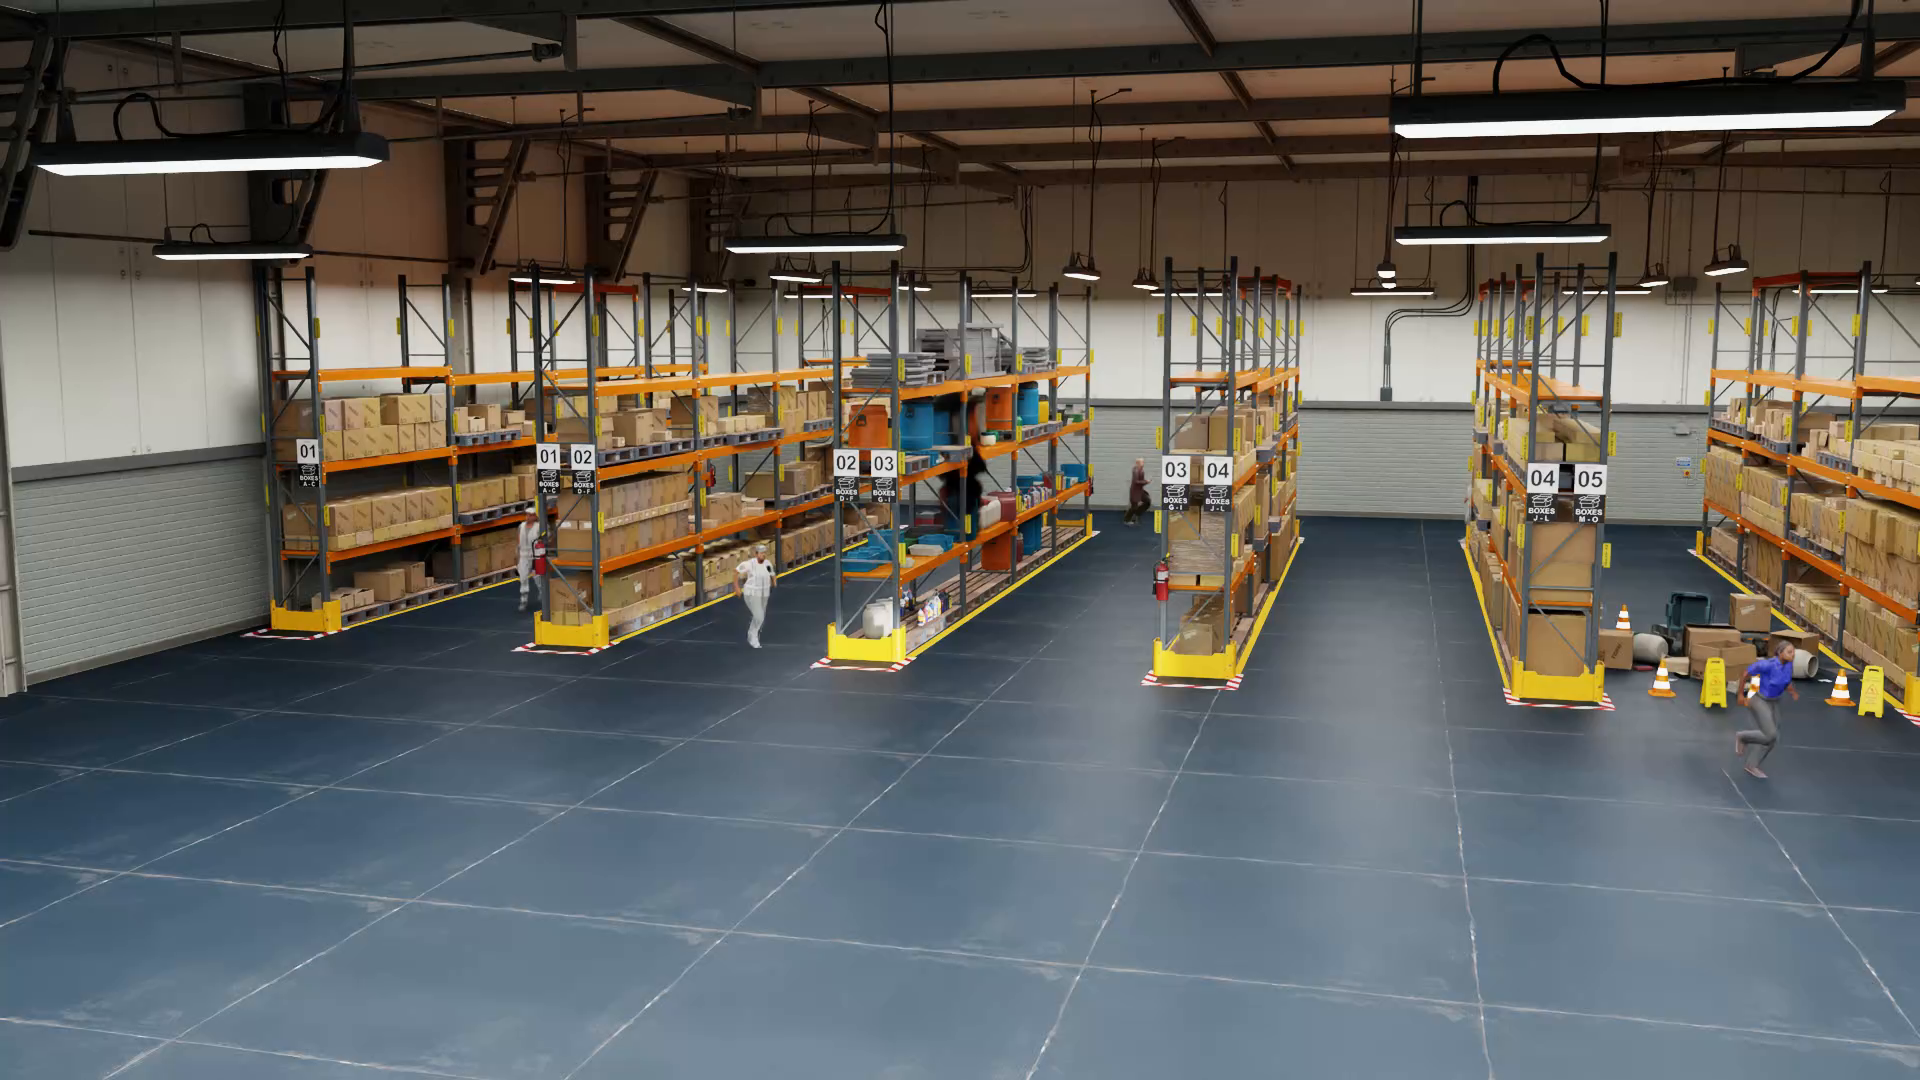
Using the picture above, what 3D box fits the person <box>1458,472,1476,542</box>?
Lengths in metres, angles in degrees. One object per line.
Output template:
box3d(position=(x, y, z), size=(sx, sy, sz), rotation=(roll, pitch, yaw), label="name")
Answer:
box3d(position=(12.122, -0.800, 39.090), size=(0.732, 1.760, 0.743), rotation=(0, 7, -4), label="person")

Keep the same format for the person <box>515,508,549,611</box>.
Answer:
box3d(position=(-7.696, 0.312, 29.881), size=(0.652, 1.805, 0.983), rotation=(1, 7, 6), label="person")

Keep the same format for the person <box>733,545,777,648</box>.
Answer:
box3d(position=(-3.178, 0.884, 26.047), size=(0.641, 1.630, 0.775), rotation=(-6, 9, -39), label="person")

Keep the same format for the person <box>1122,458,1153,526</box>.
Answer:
box3d(position=(4.512, -1.176, 42.130), size=(0.847, 1.642, 0.759), rotation=(3, 8, 23), label="person")

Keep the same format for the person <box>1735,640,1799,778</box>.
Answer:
box3d(position=(9.059, 1.890, 18.644), size=(0.562, 1.574, 0.689), rotation=(-4, 8, -27), label="person")
